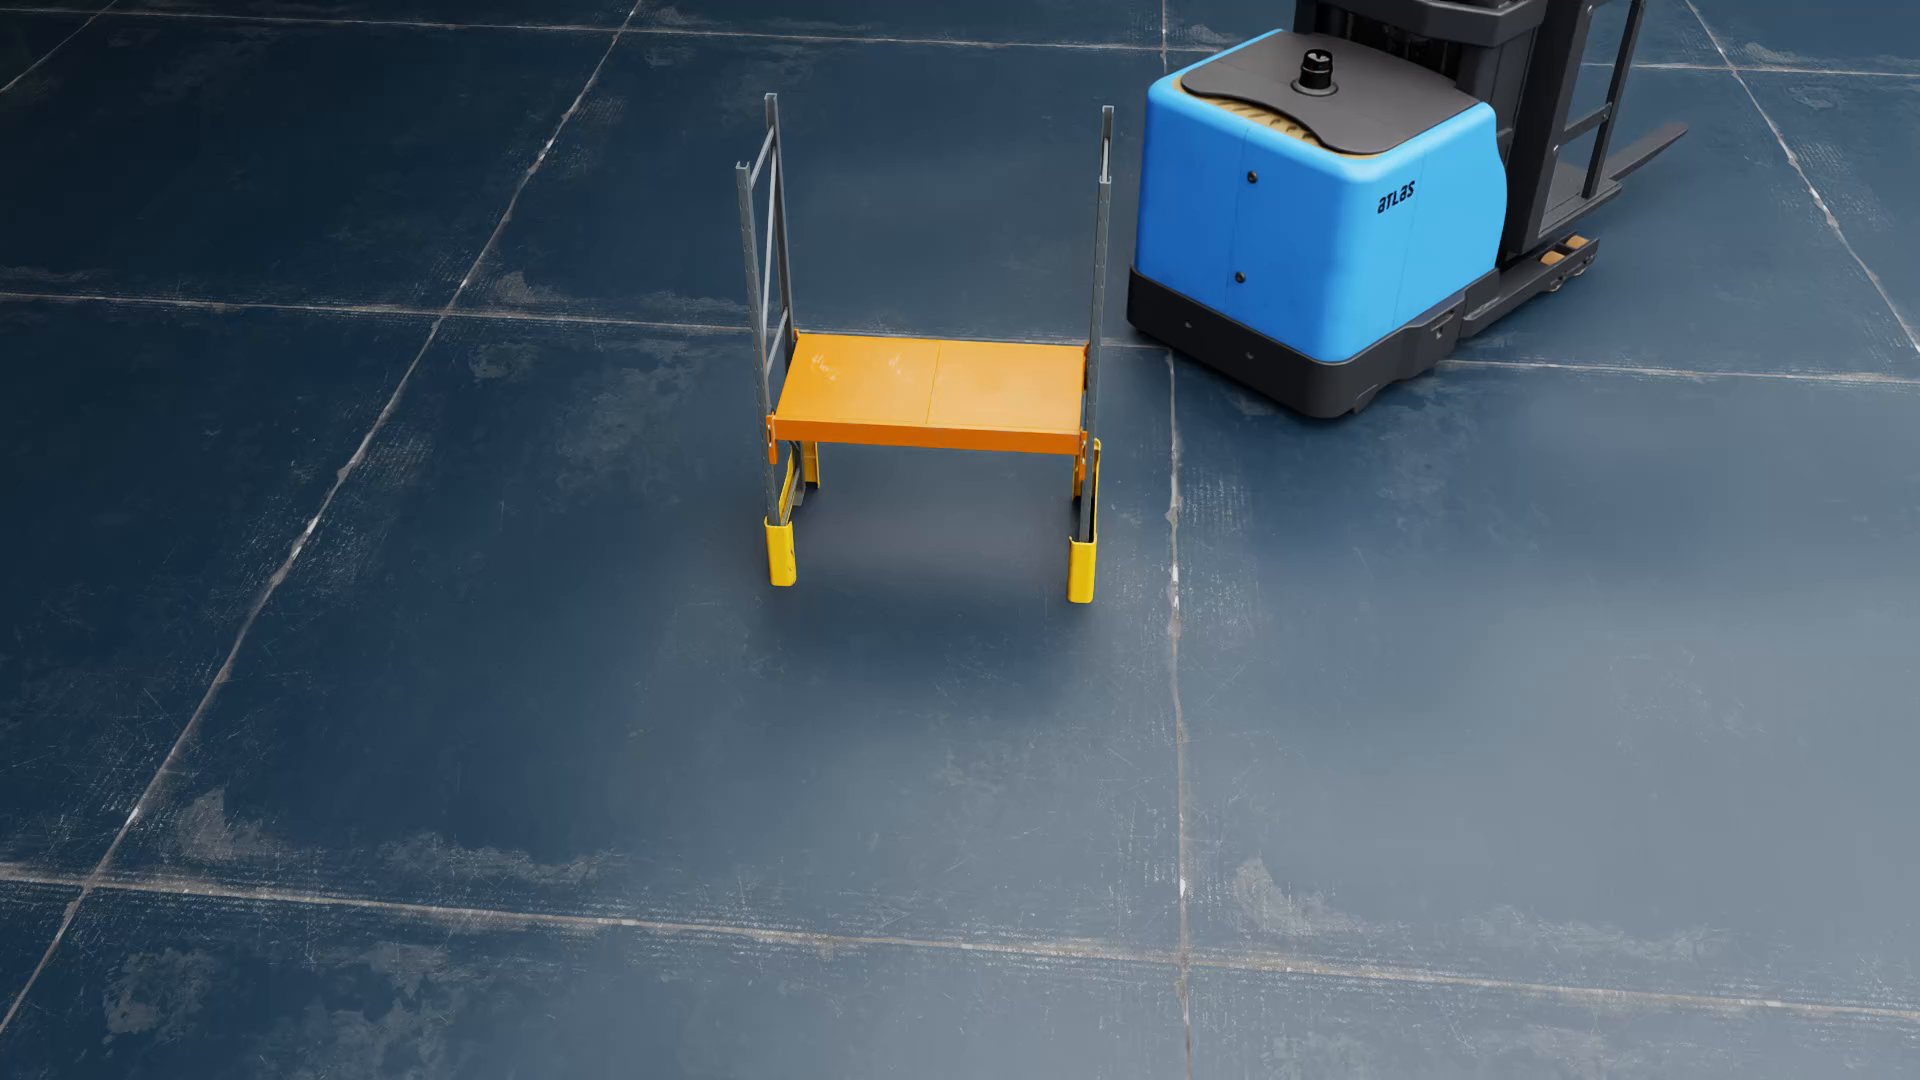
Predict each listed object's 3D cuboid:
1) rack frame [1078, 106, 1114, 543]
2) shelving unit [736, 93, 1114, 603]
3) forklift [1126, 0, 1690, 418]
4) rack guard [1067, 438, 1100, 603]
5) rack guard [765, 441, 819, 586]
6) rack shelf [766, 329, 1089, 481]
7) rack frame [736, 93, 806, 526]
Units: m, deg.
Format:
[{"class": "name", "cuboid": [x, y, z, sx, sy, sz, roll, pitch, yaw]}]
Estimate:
[{"class": "rack frame", "cuboid": [0.421, -0.559, 5.248, 0.032, 1.500, 0.500, 3, 39, 4]}, {"class": "shelving unit", "cuboid": [-0.076, -0.586, 5.282, 1.083, 1.500, 0.587, 3, 39, 4]}, {"class": "forklift", "cuboid": [2.091, -2.403, 6.380, 3.031, 2.935, 1.130, -31, 48, -32]}, {"class": "rack guard", "cuboid": [0.420, -0.074, 5.643, 0.087, 0.250, 0.587, 3, 39, 4]}, {"class": "rack guard", "cuboid": [-0.572, -0.128, 5.710, 0.087, 0.250, 0.587, 3, 39, 4]}, {"class": "rack shelf", "cuboid": [-0.085, -0.447, 5.396, 1.000, 0.185, 0.538, 3, 39, 4]}, {"class": "rack frame", "cuboid": [-0.591, -0.614, 5.316, 0.032, 1.500, 0.500, 3, 39, 4]}]
